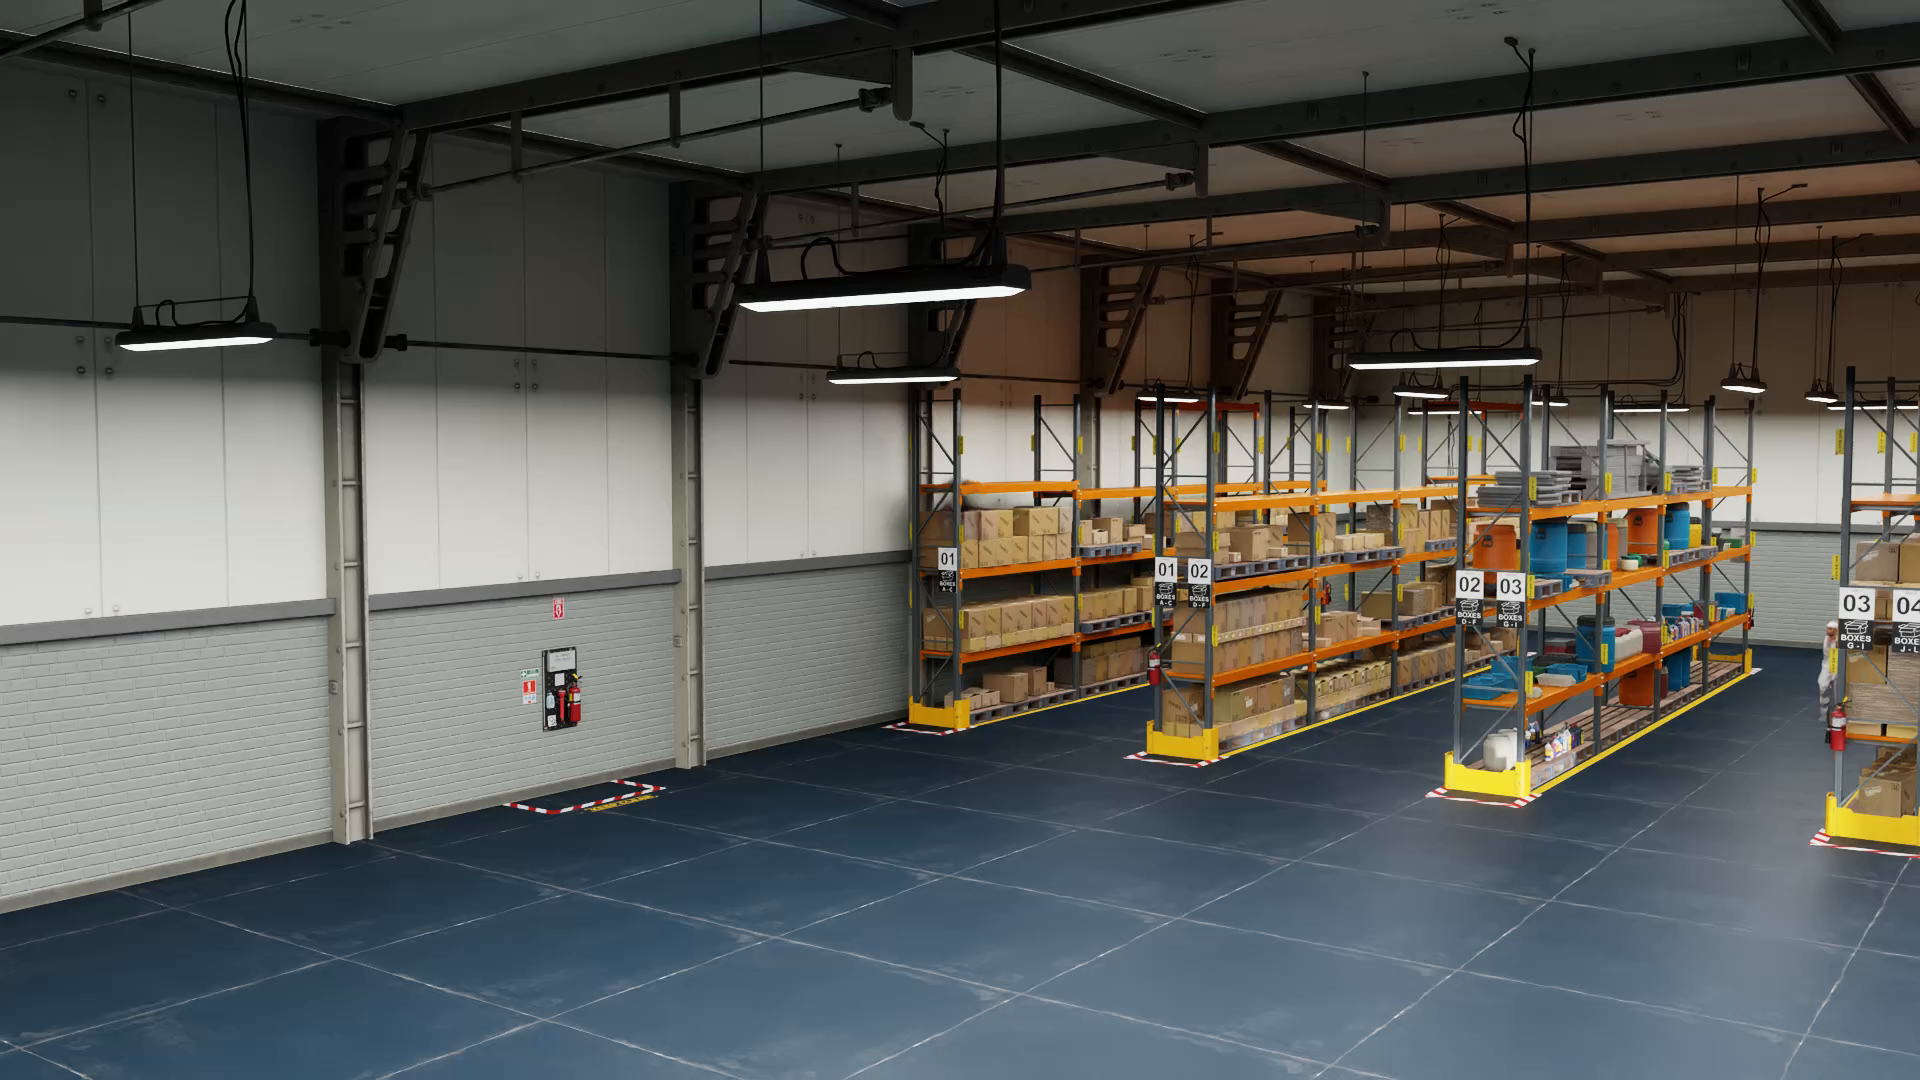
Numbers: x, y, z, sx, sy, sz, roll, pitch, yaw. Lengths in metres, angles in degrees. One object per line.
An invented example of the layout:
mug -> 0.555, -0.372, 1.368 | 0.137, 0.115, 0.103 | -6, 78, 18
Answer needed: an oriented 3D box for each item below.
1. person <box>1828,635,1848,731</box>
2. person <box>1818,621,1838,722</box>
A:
person -> 15.372, 2.501, 29.077 | 0.353, 1.694, 0.475 | 2, 4, 27
person -> 15.948, 2.390, 30.247 | 0.537, 1.847, 0.794 | 3, 4, 42
